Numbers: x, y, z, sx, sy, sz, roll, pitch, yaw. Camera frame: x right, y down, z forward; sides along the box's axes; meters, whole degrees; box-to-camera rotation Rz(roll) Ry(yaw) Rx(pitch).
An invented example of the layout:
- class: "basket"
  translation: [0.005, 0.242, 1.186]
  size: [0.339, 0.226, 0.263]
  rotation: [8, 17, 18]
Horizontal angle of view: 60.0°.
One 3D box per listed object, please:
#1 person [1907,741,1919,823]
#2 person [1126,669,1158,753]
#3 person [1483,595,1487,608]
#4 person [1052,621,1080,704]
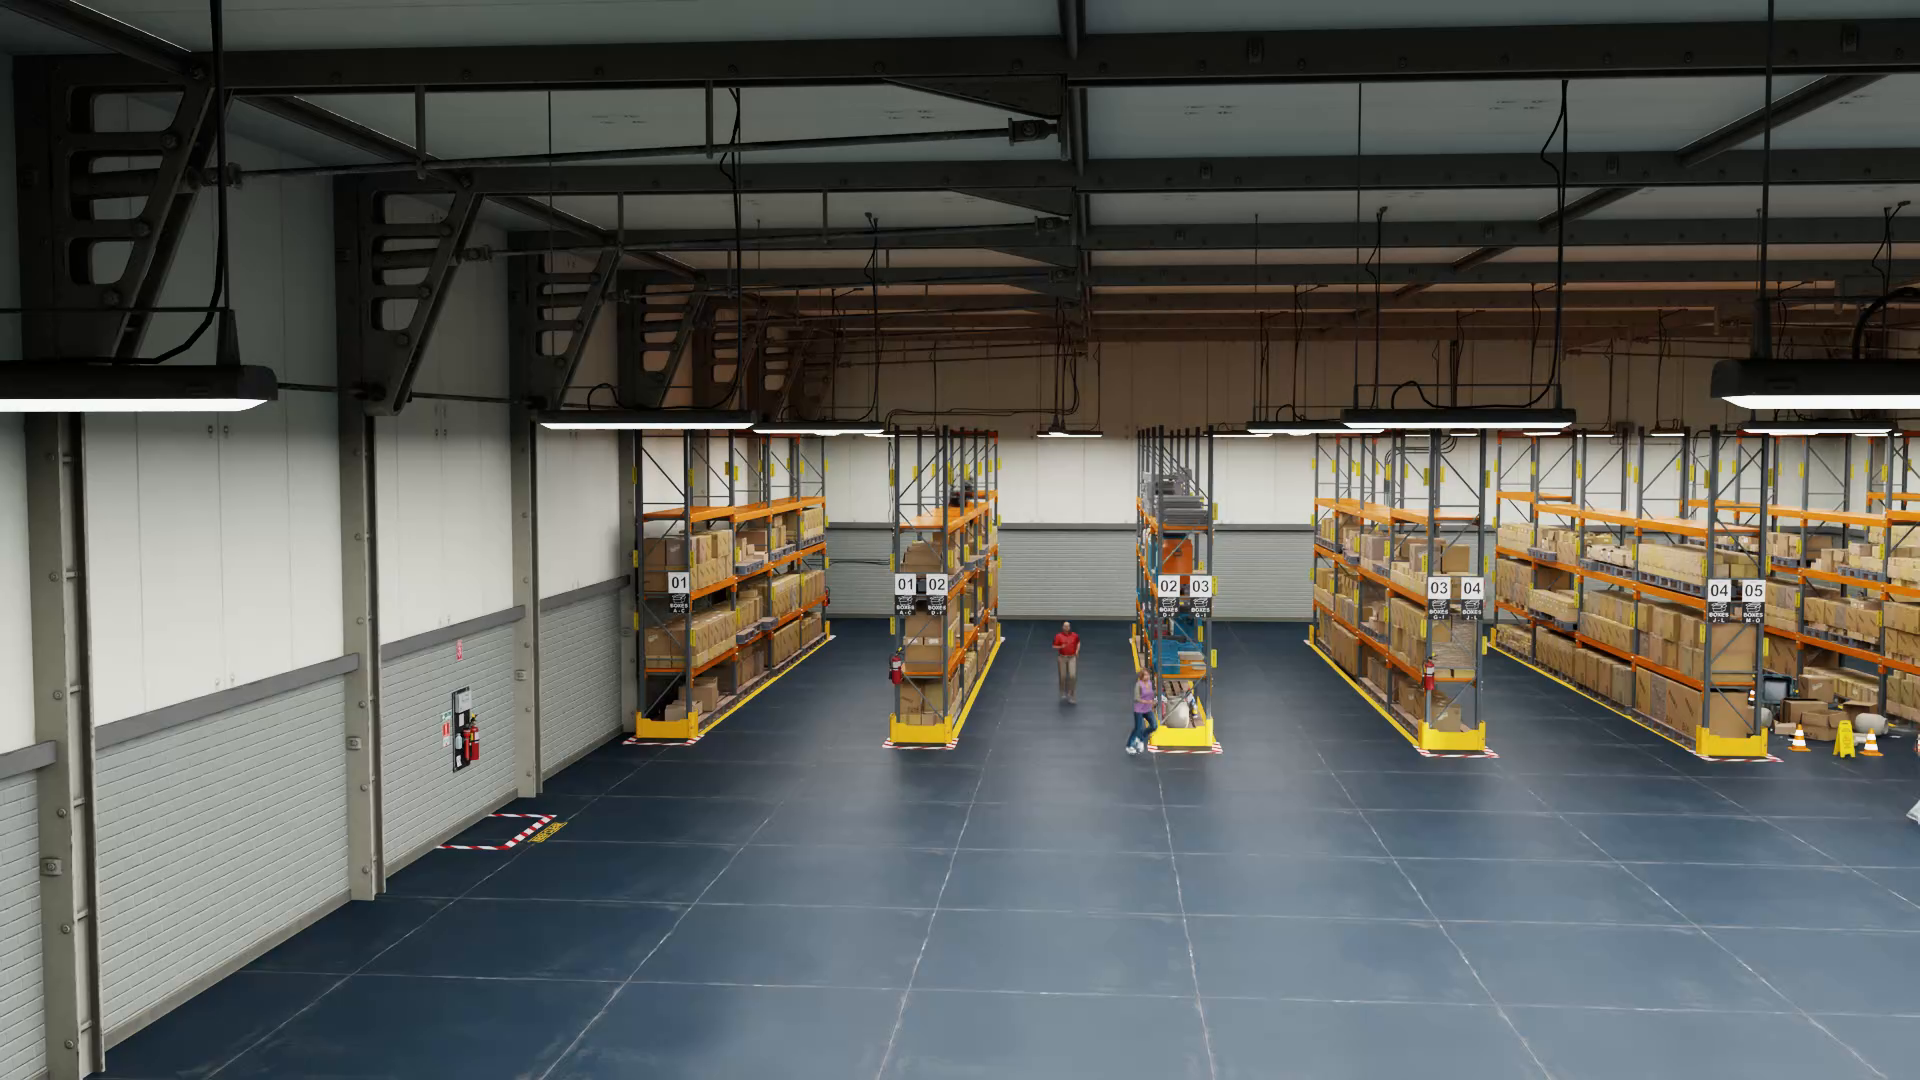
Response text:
- class: "person"
  translation: [14.331, 3.397, 24.316]
  size: [0.792, 1.847, 0.636]
  rotation: [3, 5, 45]
- class: "person"
  translation: [3.349, 3.112, 30.203]
  size: [0.547, 1.555, 0.707]
  rotation: [-2, 4, -35]
- class: "person"
  translation: [14.498, 2.044, 46.982]
  size: [0.643, 1.728, 0.684]
  rotation: [-3, 5, -43]
- class: "person"
  translation: [2.337, 2.674, 36.343]
  size: [0.640, 1.788, 0.750]
  rotation: [0, 3, -2]
